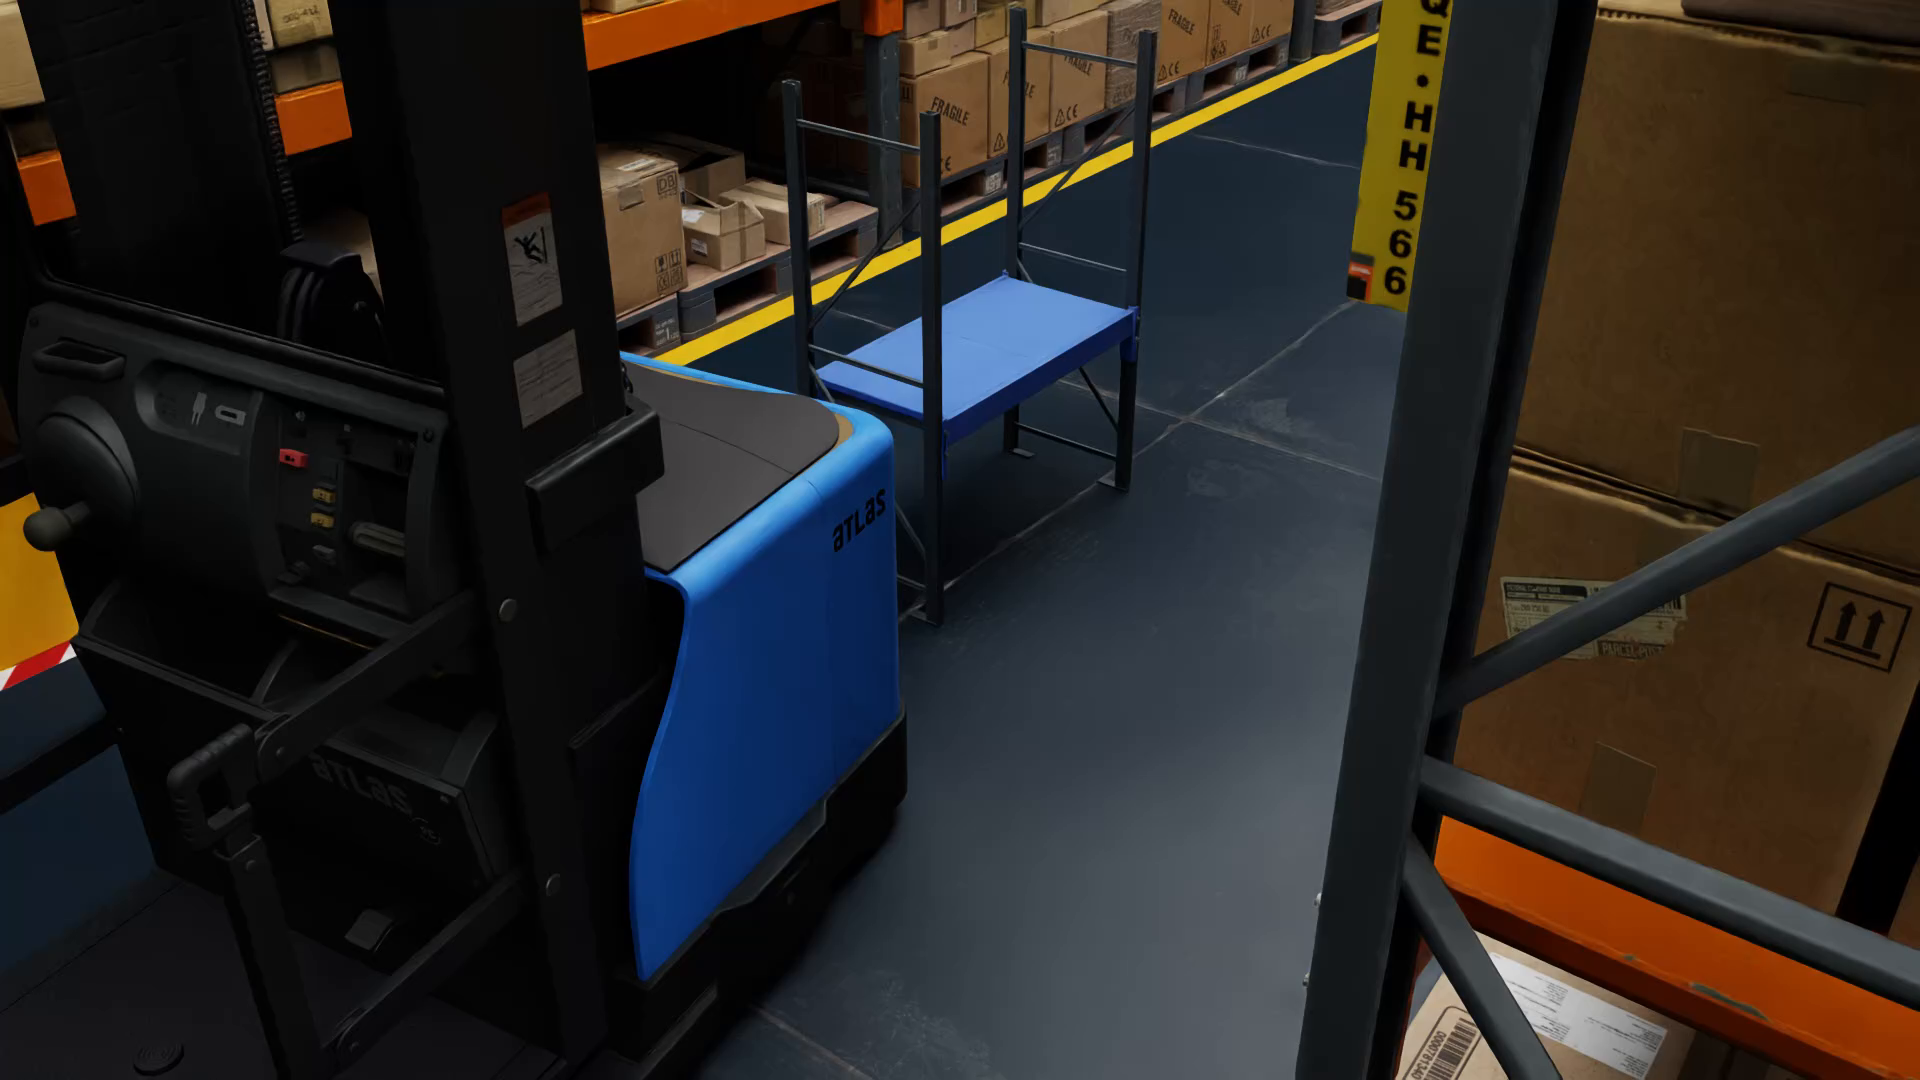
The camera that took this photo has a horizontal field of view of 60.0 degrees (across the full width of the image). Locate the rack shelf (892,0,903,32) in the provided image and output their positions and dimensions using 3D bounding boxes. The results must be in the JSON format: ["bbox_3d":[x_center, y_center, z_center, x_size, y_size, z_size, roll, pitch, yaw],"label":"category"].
[{"bbox_3d":[0.515,-3.252,8.501,1.077,0.370,4.000,21,37,31],"label":"rack shelf"}]

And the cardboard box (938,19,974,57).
[{"bbox_3d":[-0.158,-2.333,7.649,0.380,0.149,0.250,20,36,30],"label":"cardboard box"}]

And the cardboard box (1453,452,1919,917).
[{"bbox_3d":[0.933,0.083,2.070,0.500,0.500,0.500,21,37,32],"label":"cardboard box"}]

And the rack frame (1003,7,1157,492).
[{"bbox_3d":[0.358,-0.887,5.275,0.500,1.500,0.032,21,37,31],"label":"rack frame"}]

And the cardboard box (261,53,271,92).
[{"bbox_3d":[-2.241,-1.383,4.888,0.380,0.149,0.250,22,37,33],"label":"cardboard box"}]

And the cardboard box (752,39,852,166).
[{"bbox_3d":[-0.632,-2.145,7.967,0.500,0.500,0.500,21,37,31],"label":"cardboard box"}]

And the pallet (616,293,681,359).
[{"bbox_3d":[-1.844,-0.772,6.346,1.003,0.211,1.213,21,37,31],"label":"pallet"}]

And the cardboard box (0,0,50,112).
[{"bbox_3d":[-2.618,-1.288,4.336,0.500,0.250,0.500,21,37,32],"label":"cardboard box"}]

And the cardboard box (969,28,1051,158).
[{"bbox_3d":[0.093,-2.201,8.061,0.500,0.500,0.500,21,36,31],"label":"cardboard box"}]

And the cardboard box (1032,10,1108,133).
[{"bbox_3d":[0.397,-2.402,8.401,0.500,0.500,0.500,20,36,30],"label":"cardboard box"}]

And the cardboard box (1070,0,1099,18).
[{"bbox_3d":[0.475,-2.747,8.347,0.380,0.149,0.250,23,37,33],"label":"cardboard box"}]

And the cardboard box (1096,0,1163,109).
[{"bbox_3d":[0.715,-2.611,8.754,0.500,0.500,0.500,20,36,30],"label":"cardboard box"}]

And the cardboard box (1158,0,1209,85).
[{"bbox_3d":[1.014,-2.828,9.120,0.500,0.500,0.500,23,38,33],"label":"cardboard box"}]

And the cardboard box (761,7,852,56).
[{"bbox_3d":[-0.700,-2.371,7.713,0.380,0.149,0.250,20,36,29],"label":"cardboard box"}]

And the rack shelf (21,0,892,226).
[{"bbox_3d":[-1.900,-1.626,5.758,1.077,0.370,4.000,21,37,31],"label":"rack shelf"}]

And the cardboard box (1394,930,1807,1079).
[{"bbox_3d":[1.171,1.026,2.678,0.875,0.438,0.875,20,36,30],"label":"cardboard box"}]

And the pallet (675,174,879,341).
[{"bbox_3d":[-1.108,-1.270,7.186,1.003,0.211,1.213,21,37,31],"label":"pallet"}]

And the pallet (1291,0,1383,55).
[{"bbox_3d":[2.250,-3.498,10.945,1.003,0.211,1.213,21,37,31],"label":"pallet"}]

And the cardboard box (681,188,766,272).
[{"bbox_3d":[-1.010,-1.291,6.756,0.396,0.266,0.258,23,37,33],"label":"cardboard box"}]

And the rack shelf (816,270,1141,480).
[{"bbox_3d":[0.052,-0.525,5.018,0.538,0.185,1.000,21,37,31],"label":"rack shelf"}]

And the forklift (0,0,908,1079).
[{"bbox_3d":[-1.272,-0.061,2.479,1.130,2.935,3.031,15,34,24],"label":"forklift"}]

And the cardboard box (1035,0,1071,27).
[{"bbox_3d":[0.323,-2.647,8.178,0.380,0.149,0.250,21,37,31],"label":"cardboard box"}]

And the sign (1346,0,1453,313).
[{"bbox_3d":[0.428,-0.369,1.563,0.100,0.325,0.005,21,37,31],"label":"sign"}]

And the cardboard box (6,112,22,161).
[{"bbox_3d":[-2.690,-1.064,4.350,0.380,0.149,0.250,21,36,31],"label":"cardboard box"}]

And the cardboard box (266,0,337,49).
[{"bbox_3d":[-2.011,-1.700,5.031,0.500,0.250,0.500,20,36,30],"label":"cardboard box"}]

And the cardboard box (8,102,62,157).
[{"bbox_3d":[-2.573,-1.182,4.548,0.380,0.149,0.250,22,37,32],"label":"cardboard box"}]

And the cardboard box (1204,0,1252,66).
[{"bbox_3d":[1.328,-3.042,9.480,0.500,0.500,0.500,21,36,31],"label":"cardboard box"}]

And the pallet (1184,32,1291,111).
[{"bbox_3d":[1.241,-2.883,9.908,1.003,0.211,1.213,21,37,31],"label":"pallet"}]

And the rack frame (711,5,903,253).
[{"bbox_3d":[-0.692,-2.749,6.946,1.000,3.000,0.127,21,37,31],"label":"rack frame"}]

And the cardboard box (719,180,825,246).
[{"bbox_3d":[-0.795,-1.386,7.031,0.380,0.149,0.250,20,36,30],"label":"cardboard box"}]

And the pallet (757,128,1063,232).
[{"bbox_3d":[-0.231,-1.891,8.234,1.003,0.211,1.213,21,37,31],"label":"pallet"}]

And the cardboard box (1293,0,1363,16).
[{"bbox_3d":[2.110,-3.783,10.608,0.875,0.625,0.625,22,37,33],"label":"cardboard box"}]

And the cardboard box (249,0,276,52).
[{"bbox_3d":[-2.314,-1.493,4.682,0.500,0.250,0.500,22,37,32],"label":"cardboard box"}]

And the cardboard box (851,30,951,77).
[{"bbox_3d":[-0.264,-2.197,7.419,0.380,0.149,0.250,23,38,33],"label":"cardboard box"}]

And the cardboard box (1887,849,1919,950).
[{"bbox_3d":[1.371,0.253,1.782,0.500,0.500,0.500,21,36,31],"label":"cardboard box"}]

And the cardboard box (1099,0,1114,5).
[{"bbox_3d":[0.614,-2.866,8.547,0.380,0.149,0.250,21,37,31],"label":"cardboard box"}]

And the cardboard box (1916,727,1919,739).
[{"bbox_3d":[1.248,-0.117,2.407,0.500,0.500,0.500,20,36,30],"label":"cardboard box"}]

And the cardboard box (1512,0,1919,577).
[{"bbox_3d":[0.954,-0.339,1.801,0.500,0.500,0.500,22,37,33],"label":"cardboard box"}]

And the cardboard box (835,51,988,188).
[{"bbox_3d":[-0.221,-1.981,7.691,0.500,0.500,0.500,23,38,33],"label":"cardboard box"}]

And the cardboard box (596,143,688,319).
[{"bbox_3d":[-1.488,-1.205,6.381,0.700,0.500,0.500,20,36,30],"label":"cardboard box"}]

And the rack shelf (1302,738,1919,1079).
[{"bbox_3d":[2.060,-0.100,3.183,1.077,0.370,4.000,21,37,31],"label":"rack shelf"}]

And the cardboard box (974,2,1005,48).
[{"bbox_3d":[-0.012,-2.441,7.831,0.380,0.149,0.250,19,36,29],"label":"cardboard box"}]

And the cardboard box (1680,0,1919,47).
[{"bbox_3d":[0.910,-0.556,1.532,0.380,0.149,0.250,22,37,32],"label":"cardboard box"}]

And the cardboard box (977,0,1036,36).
[{"bbox_3d":[0.142,-2.557,8.026,0.380,0.149,0.250,20,36,30],"label":"cardboard box"}]

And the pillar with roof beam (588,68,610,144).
[{"bbox_3d":[1.601,-3.999,3.171,9.100,9.000,0.400,21,37,31],"label":"pillar with roof beam"}]

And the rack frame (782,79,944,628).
[{"bbox_3d":[-0.255,-0.473,4.577,0.500,1.500,0.032,21,37,31],"label":"rack frame"}]

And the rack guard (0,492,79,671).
[{"bbox_3d":[-3.061,-0.078,4.892,1.175,0.500,0.348,21,37,31],"label":"rack guard"}]

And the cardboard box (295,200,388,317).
[{"bbox_3d":[-2.115,-0.783,5.669,0.700,0.500,0.500,23,38,33],"label":"cardboard box"}]

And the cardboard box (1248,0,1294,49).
[{"bbox_3d":[1.638,-3.242,9.818,0.500,0.500,0.500,22,37,33],"label":"cardboard box"}]

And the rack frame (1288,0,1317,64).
[{"bbox_3d":[1.722,-4.375,9.689,1.000,3.000,0.127,21,37,31],"label":"rack frame"}]

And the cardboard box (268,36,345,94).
[{"bbox_3d":[-2.085,-1.493,5.073,0.380,0.149,0.250,22,37,32],"label":"cardboard box"}]

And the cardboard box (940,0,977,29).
[{"bbox_3d":[-0.145,-2.445,7.546,0.380,0.149,0.250,19,36,29],"label":"cardboard box"}]

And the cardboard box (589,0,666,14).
[{"bbox_3d":[-1.273,-1.997,5.924,0.380,0.149,0.250,21,36,31],"label":"cardboard box"}]

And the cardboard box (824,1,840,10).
[{"bbox_3d":[-0.545,-2.480,7.896,0.380,0.149,0.250,21,37,31],"label":"cardboard box"}]

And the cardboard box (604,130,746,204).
[{"bbox_3d":[-1.280,-1.577,7.194,0.500,0.311,0.500,23,37,33],"label":"cardboard box"}]

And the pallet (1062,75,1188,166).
[{"bbox_3d":[0.505,-2.389,9.075,1.003,0.211,1.213,21,37,31],"label":"pallet"}]

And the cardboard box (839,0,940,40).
[{"bbox_3d":[-0.312,-2.344,7.374,0.380,0.149,0.250,20,36,30],"label":"cardboard box"}]

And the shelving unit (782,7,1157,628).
[{"bbox_3d":[0.052,-0.680,4.926,0.538,1.500,1.048,21,37,31],"label":"shelving unit"}]

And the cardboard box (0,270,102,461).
[{"bbox_3d":[-2.662,-0.449,5.102,0.797,0.503,0.637,20,36,29],"label":"cardboard box"}]

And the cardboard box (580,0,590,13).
[{"bbox_3d":[-1.518,-1.926,5.805,0.380,0.149,0.250,22,37,32],"label":"cardboard box"}]
